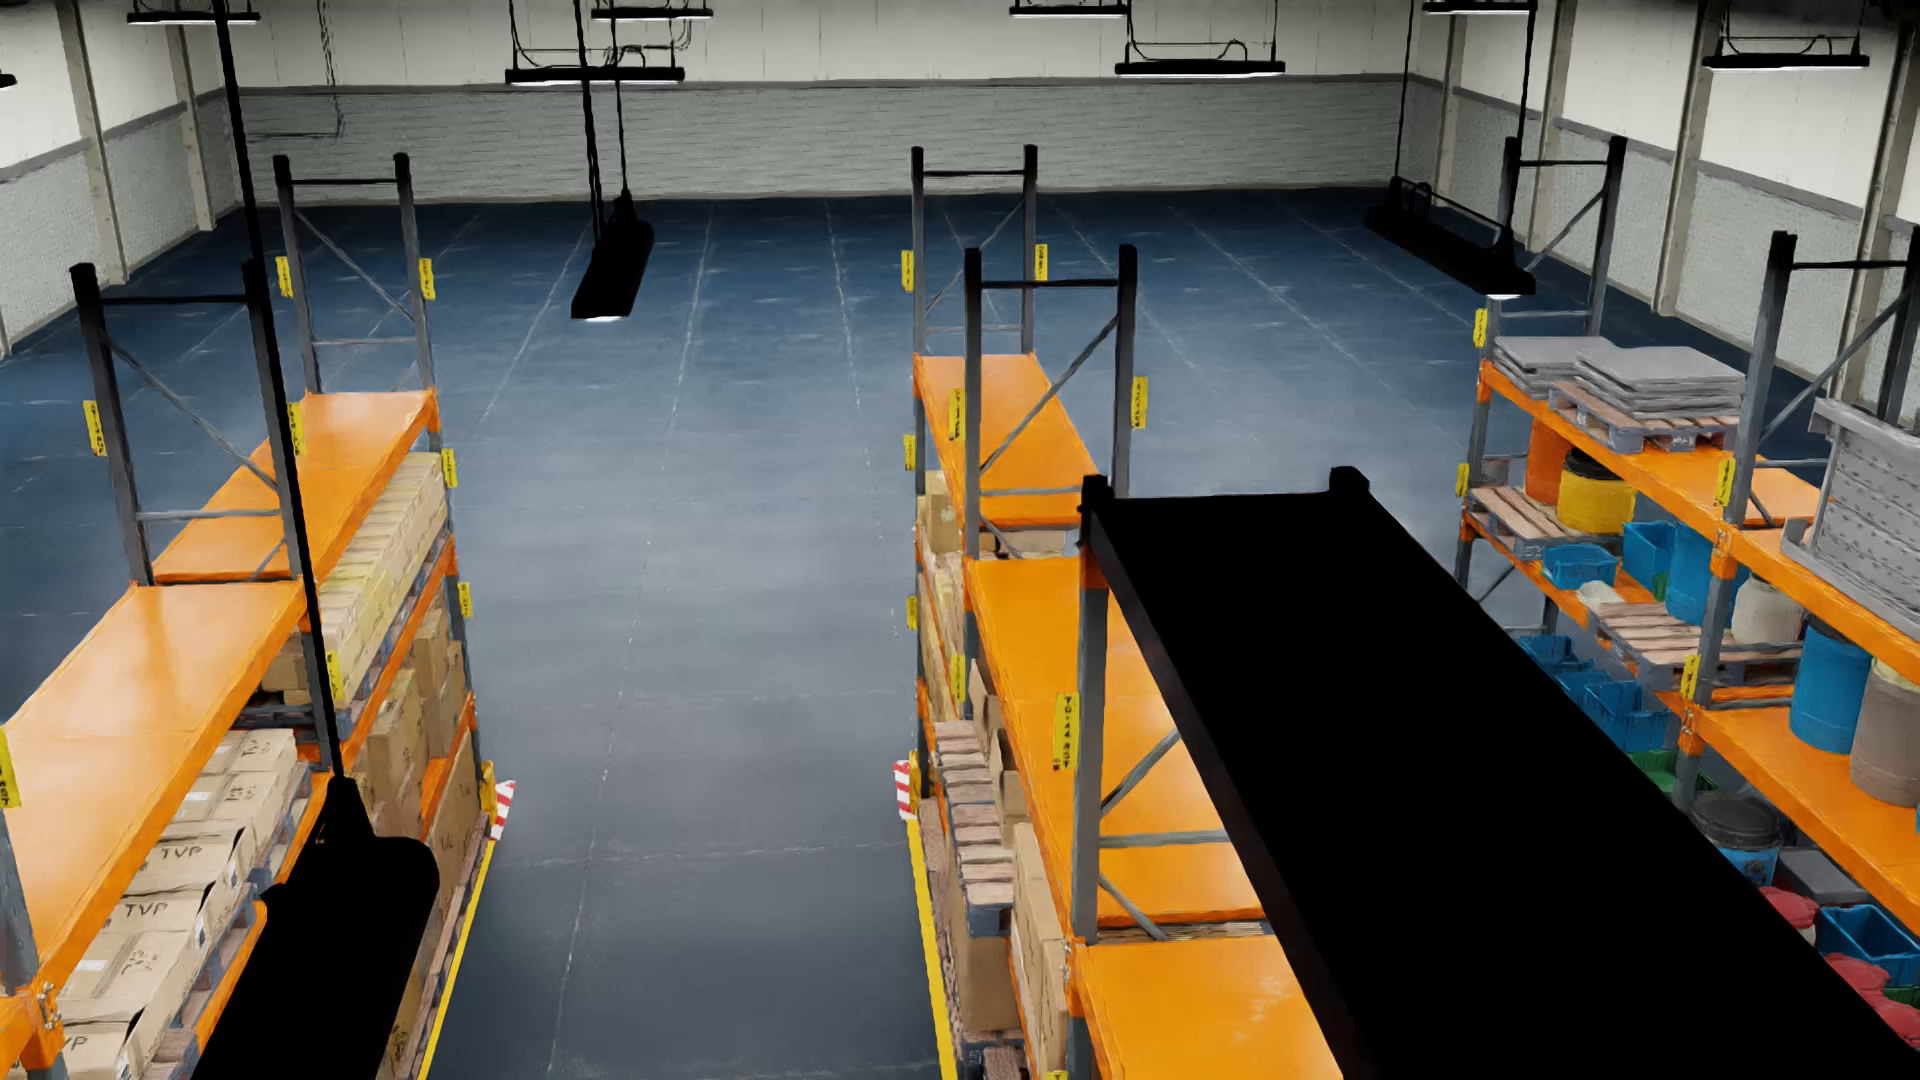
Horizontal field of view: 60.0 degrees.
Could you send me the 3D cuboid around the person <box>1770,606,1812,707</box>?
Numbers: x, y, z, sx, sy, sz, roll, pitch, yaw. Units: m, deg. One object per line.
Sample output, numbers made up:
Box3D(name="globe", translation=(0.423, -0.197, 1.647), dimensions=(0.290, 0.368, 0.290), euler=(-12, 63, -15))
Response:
Box3D(name="person", translation=(8.648, 0.946, 17.022), dimensions=(0.500, 1.641, 0.654), euler=(19, 29, 40))
